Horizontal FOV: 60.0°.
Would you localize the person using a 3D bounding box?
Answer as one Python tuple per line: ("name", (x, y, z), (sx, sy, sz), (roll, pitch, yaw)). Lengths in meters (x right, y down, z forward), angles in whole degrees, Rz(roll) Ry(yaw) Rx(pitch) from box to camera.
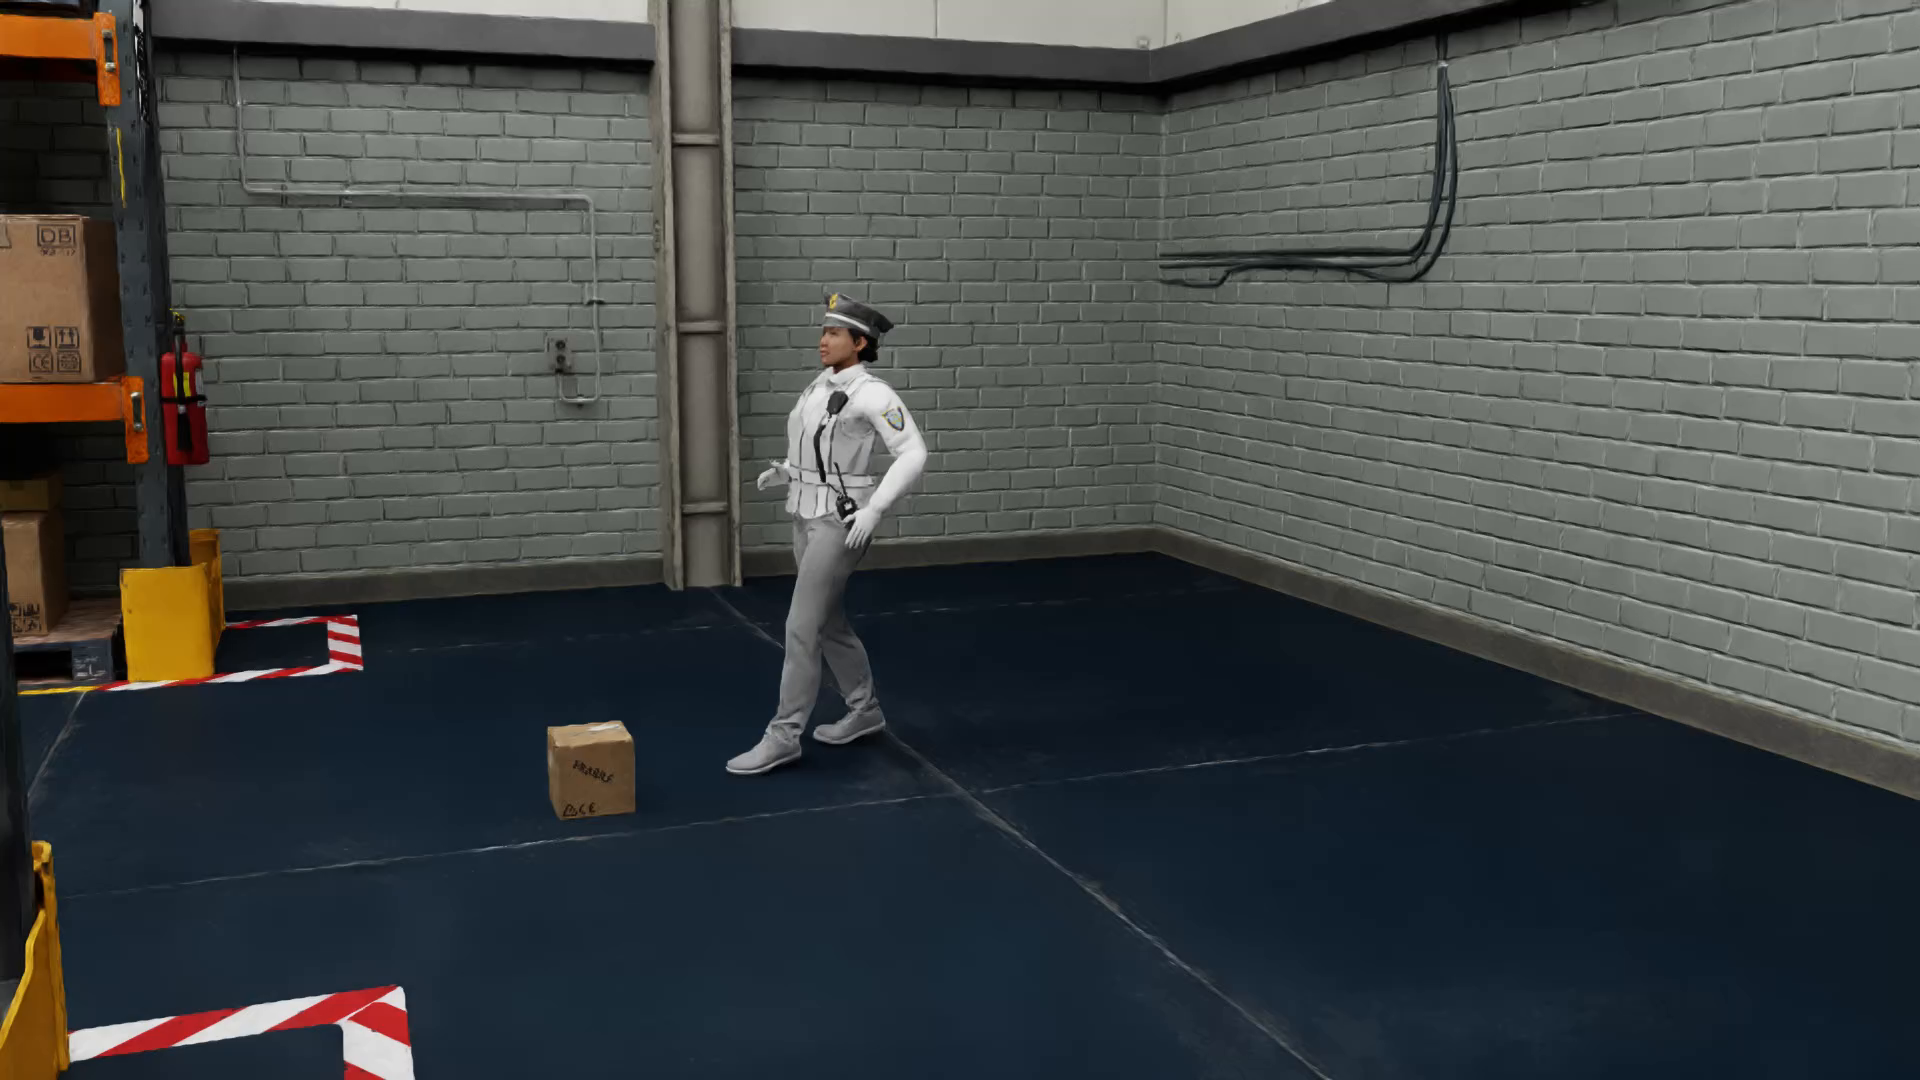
("person", (-0.538, -0.036, 5.959), (0.710, 1.691, 0.662), (-6, 11, -32))
